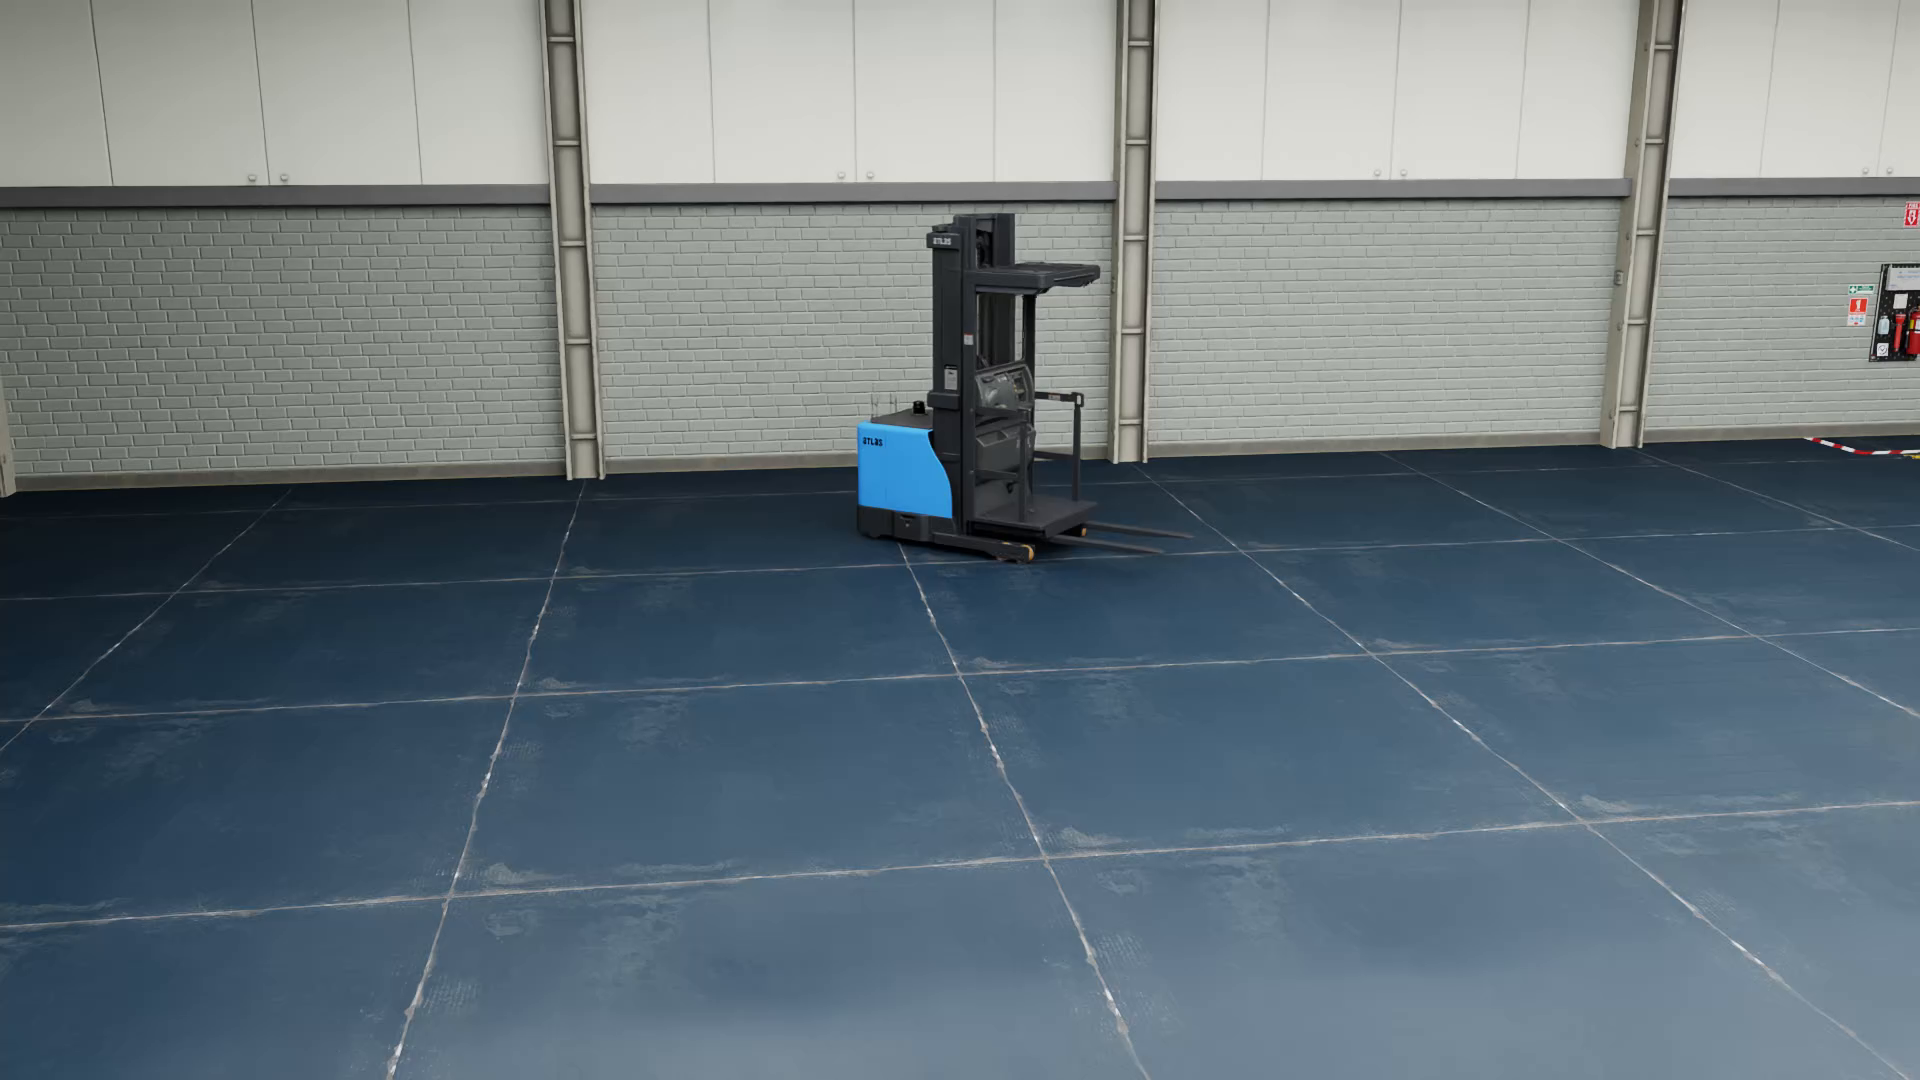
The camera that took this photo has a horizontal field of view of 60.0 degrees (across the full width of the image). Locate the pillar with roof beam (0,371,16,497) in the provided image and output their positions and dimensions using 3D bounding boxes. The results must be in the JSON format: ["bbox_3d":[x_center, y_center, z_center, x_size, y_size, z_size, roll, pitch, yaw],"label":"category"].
[{"bbox_3d":[-9.331,-3.797,11.890,0.400,9.000,9.100,-2,14,-8],"label":"pillar with roof beam"}]

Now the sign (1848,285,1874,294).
[{"bbox_3d":[10.754,-2.989,19.839,0.331,0.109,0.001,-2,14,-8],"label":"sign"}]

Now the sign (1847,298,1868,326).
[{"bbox_3d":[10.749,-2.734,19.911,0.234,0.329,0.001,-2,14,-8],"label":"sign"}]

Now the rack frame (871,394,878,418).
[{"bbox_3d":[-0.813,-0.786,15.917,0.006,1.200,0.240,-4,15,-15],"label":"rack frame"}]

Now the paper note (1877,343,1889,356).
[{"bbox_3d":[11.125,-2.295,20.044,0.142,0.148,0.016,-2,14,-8],"label":"paper note"}]

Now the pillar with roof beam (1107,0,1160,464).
[{"bbox_3d":[2.535,-4.232,13.624,0.400,9.000,9.100,-2,14,-8],"label":"pillar with roof beam"}]

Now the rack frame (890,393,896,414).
[{"bbox_3d":[-0.636,-0.797,15.963,0.006,1.200,0.240,-4,15,-15],"label":"rack frame"}]

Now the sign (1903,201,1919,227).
[{"bbox_3d":[11.288,-3.860,19.709,0.199,0.298,0.001,-2,14,-8],"label":"sign"}]

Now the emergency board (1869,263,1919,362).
[{"bbox_3d":[11.311,-2.712,19.897,0.643,1.169,0.194,-2,14,-8],"label":"emergency board"}]

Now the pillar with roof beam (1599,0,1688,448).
[{"bbox_3d":[8.468,-4.449,14.491,0.400,9.000,9.100,-2,14,-8],"label":"pillar with roof beam"}]

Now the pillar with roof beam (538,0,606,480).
[{"bbox_3d":[-3.398,-4.014,12.757,0.400,9.000,9.100,-2,14,-8],"label":"pillar with roof beam"}]

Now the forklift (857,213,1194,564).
[{"bbox_3d":[0.574,-1.361,14.650,3.031,2.935,1.130,8,16,30],"label":"forklift"}]

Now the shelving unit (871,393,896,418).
[{"bbox_3d":[-0.724,-0.792,15.940,0.189,1.200,0.258,-4,15,-15],"label":"shelving unit"}]
